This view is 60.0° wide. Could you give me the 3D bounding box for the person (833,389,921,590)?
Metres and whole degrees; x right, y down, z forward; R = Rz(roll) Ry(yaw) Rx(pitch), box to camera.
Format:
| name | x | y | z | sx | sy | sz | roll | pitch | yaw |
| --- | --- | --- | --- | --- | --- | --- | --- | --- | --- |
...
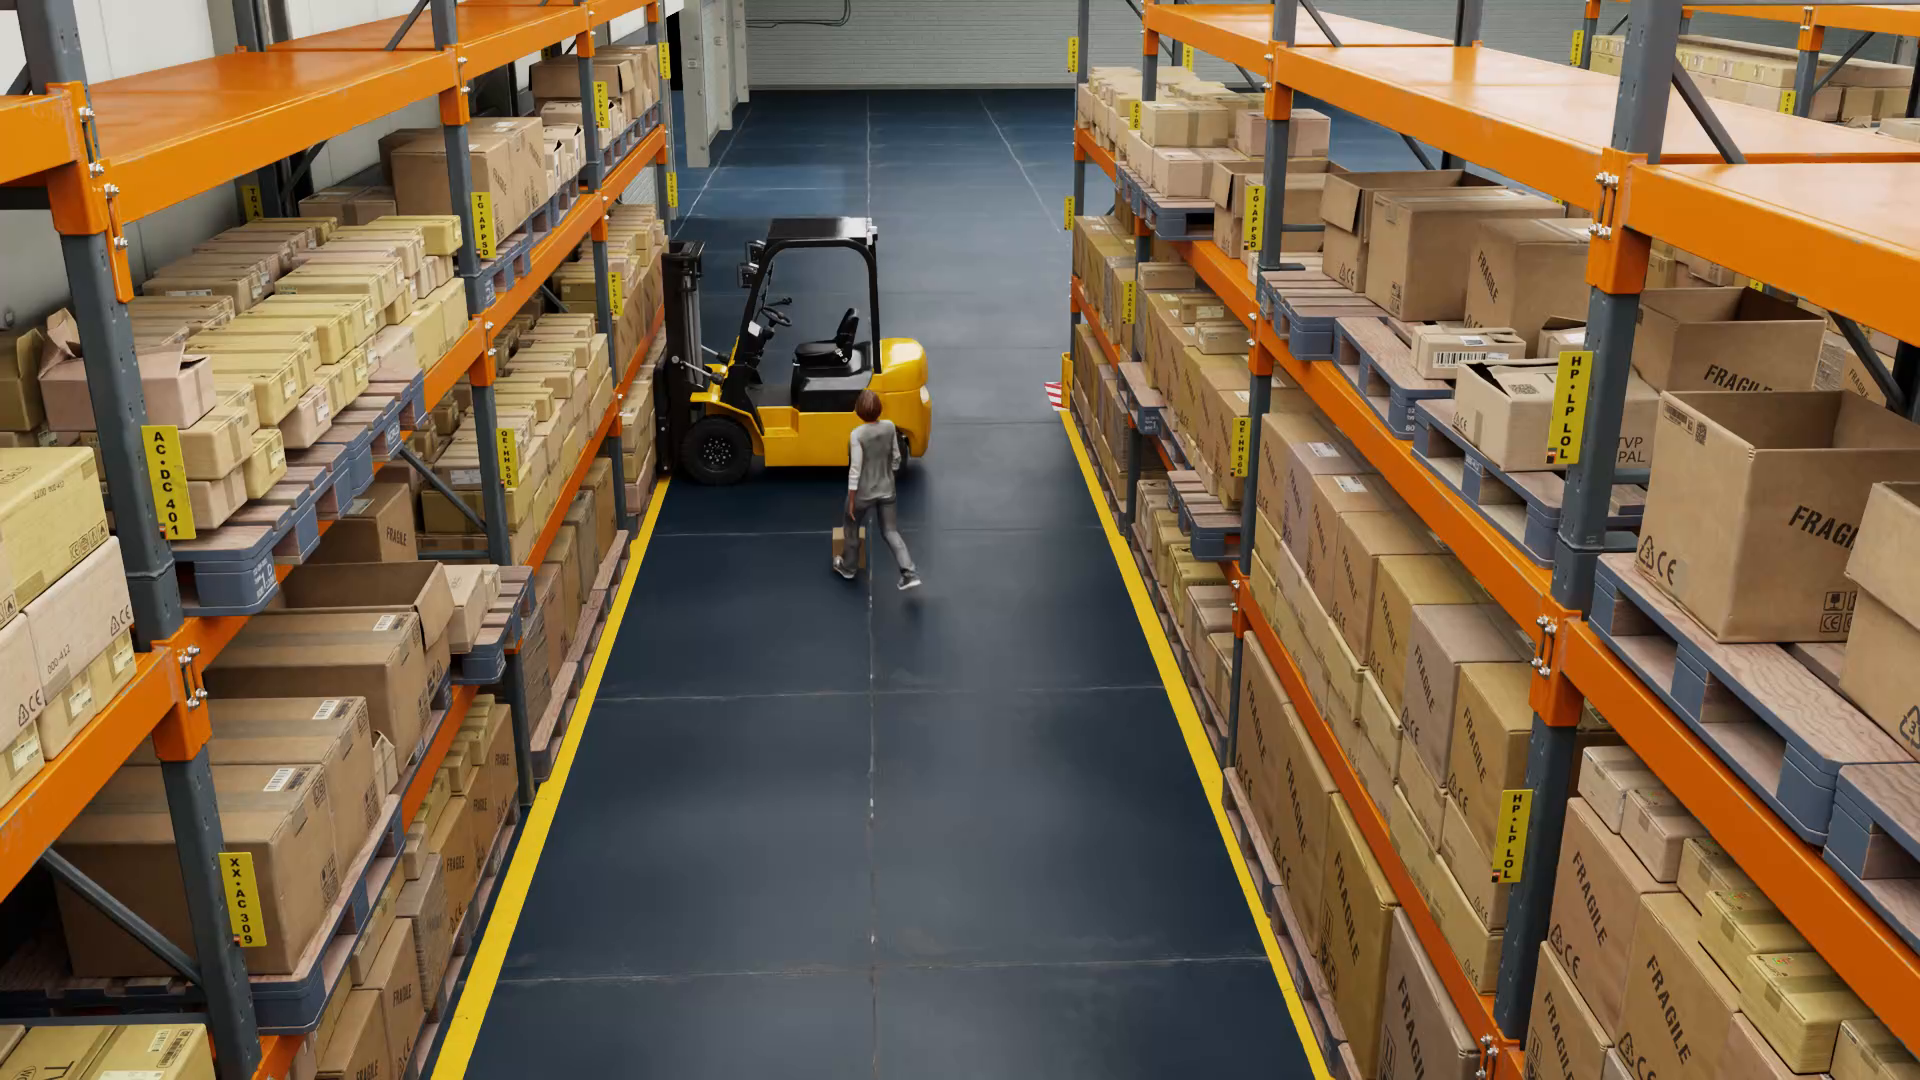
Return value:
| name | x | y | z | sx | sy | sz | roll | pitch | yaw |
| --- | --- | --- | --- | --- | --- | --- | --- | --- | --- |
| person | -0.658 | -0.374 | 12.126 | 0.453 | 1.540 | 0.943 | -11 | 23 | -27 |
